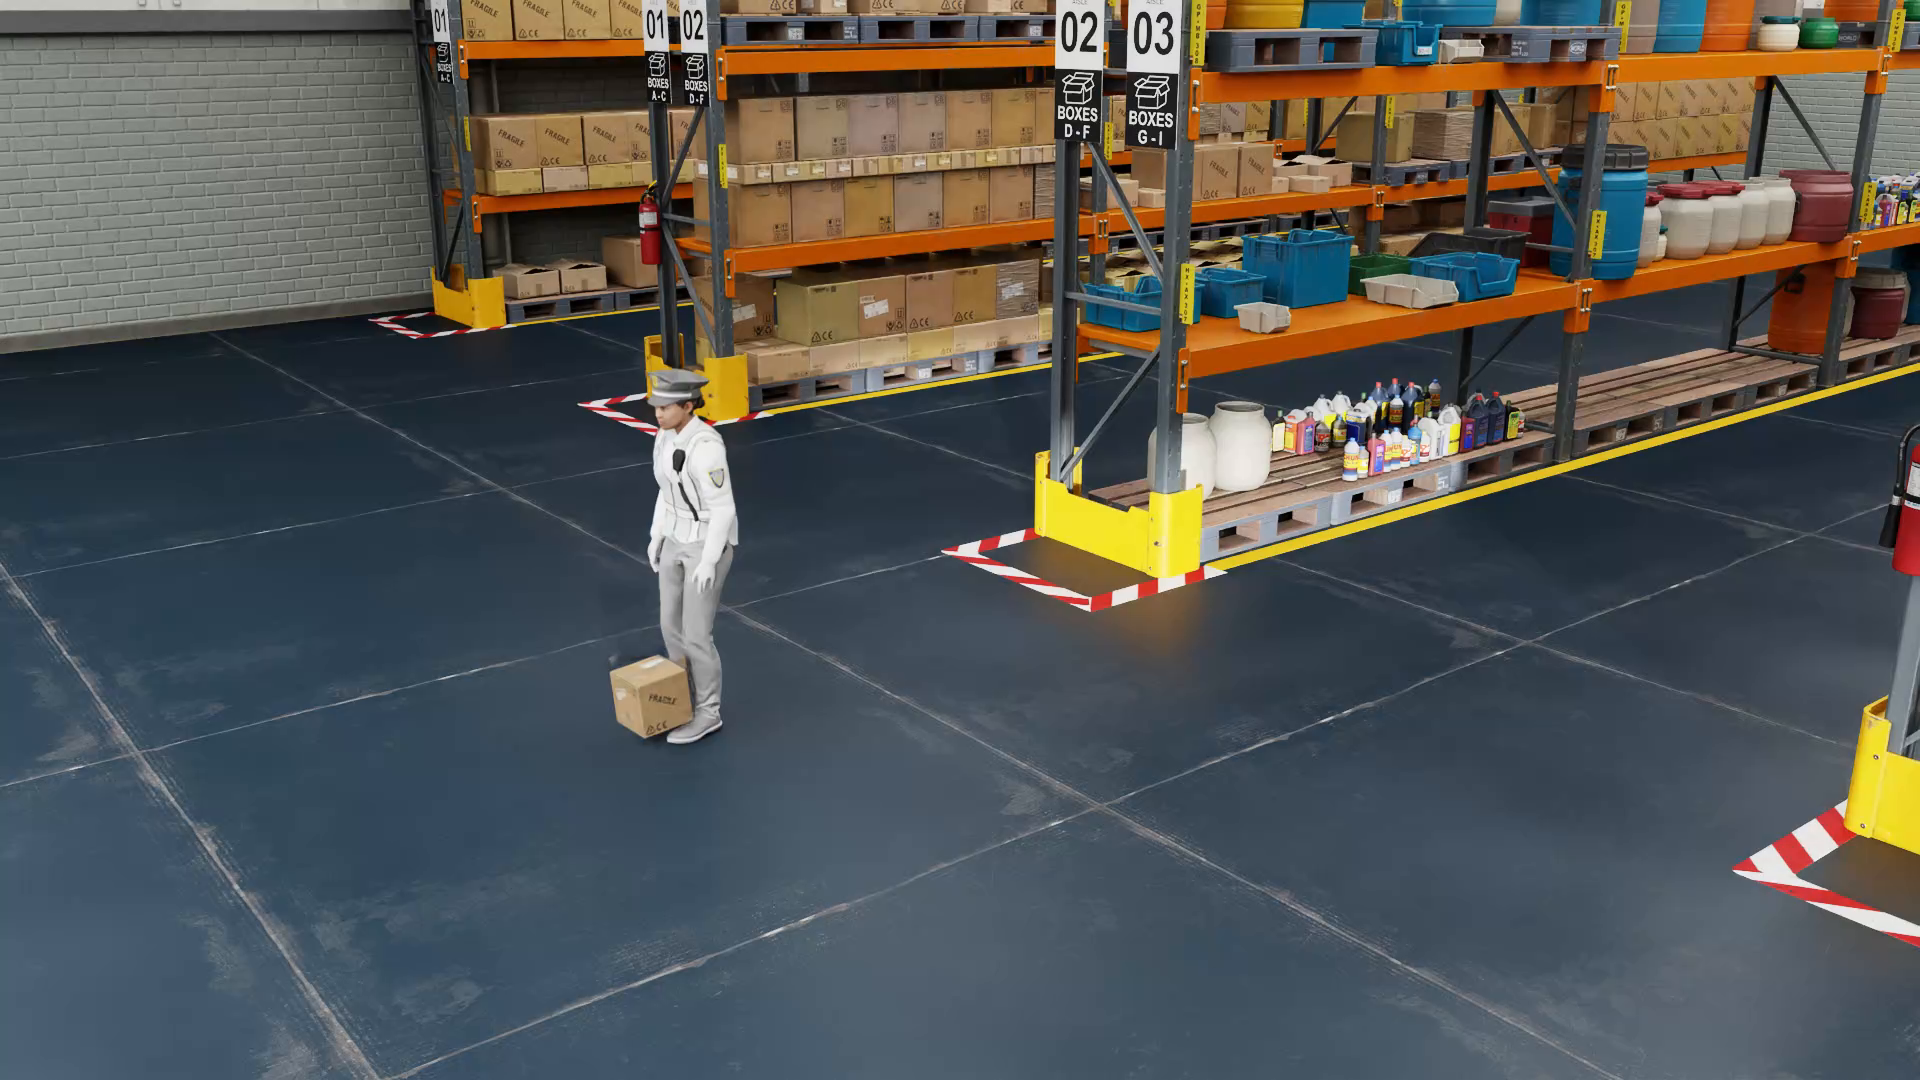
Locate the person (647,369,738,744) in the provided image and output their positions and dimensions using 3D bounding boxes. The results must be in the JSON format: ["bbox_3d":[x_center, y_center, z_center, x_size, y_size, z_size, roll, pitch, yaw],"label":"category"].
[{"bbox_3d":[-1.205,0.058,7.363,0.412,1.665,0.513,-14,23,-38],"label":"person"}]
